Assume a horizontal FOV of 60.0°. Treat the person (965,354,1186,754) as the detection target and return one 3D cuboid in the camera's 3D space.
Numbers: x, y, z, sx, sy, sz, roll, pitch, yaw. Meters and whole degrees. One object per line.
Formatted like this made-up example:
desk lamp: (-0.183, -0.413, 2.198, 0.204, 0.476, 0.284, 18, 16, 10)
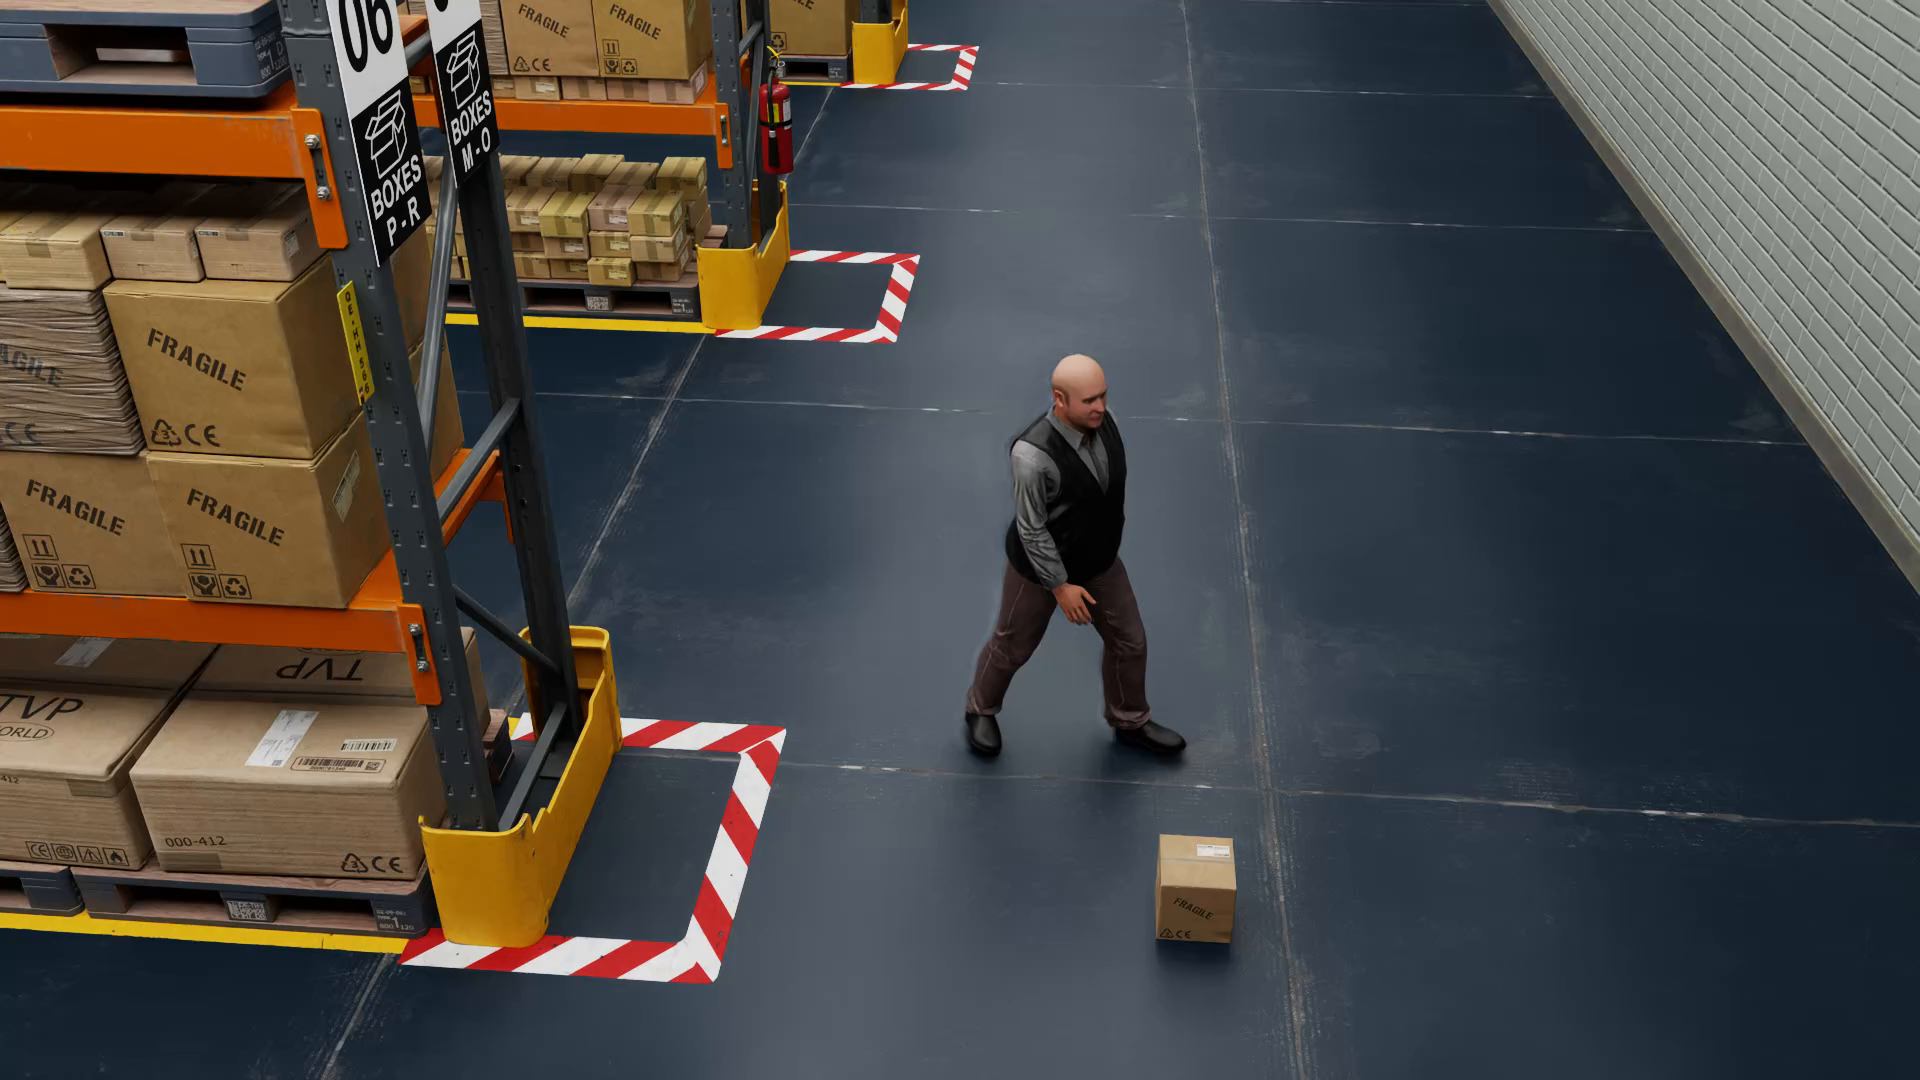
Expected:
person: (0.409, 0.073, 6.065, 0.632, 1.693, 0.757, -25, 40, -34)
